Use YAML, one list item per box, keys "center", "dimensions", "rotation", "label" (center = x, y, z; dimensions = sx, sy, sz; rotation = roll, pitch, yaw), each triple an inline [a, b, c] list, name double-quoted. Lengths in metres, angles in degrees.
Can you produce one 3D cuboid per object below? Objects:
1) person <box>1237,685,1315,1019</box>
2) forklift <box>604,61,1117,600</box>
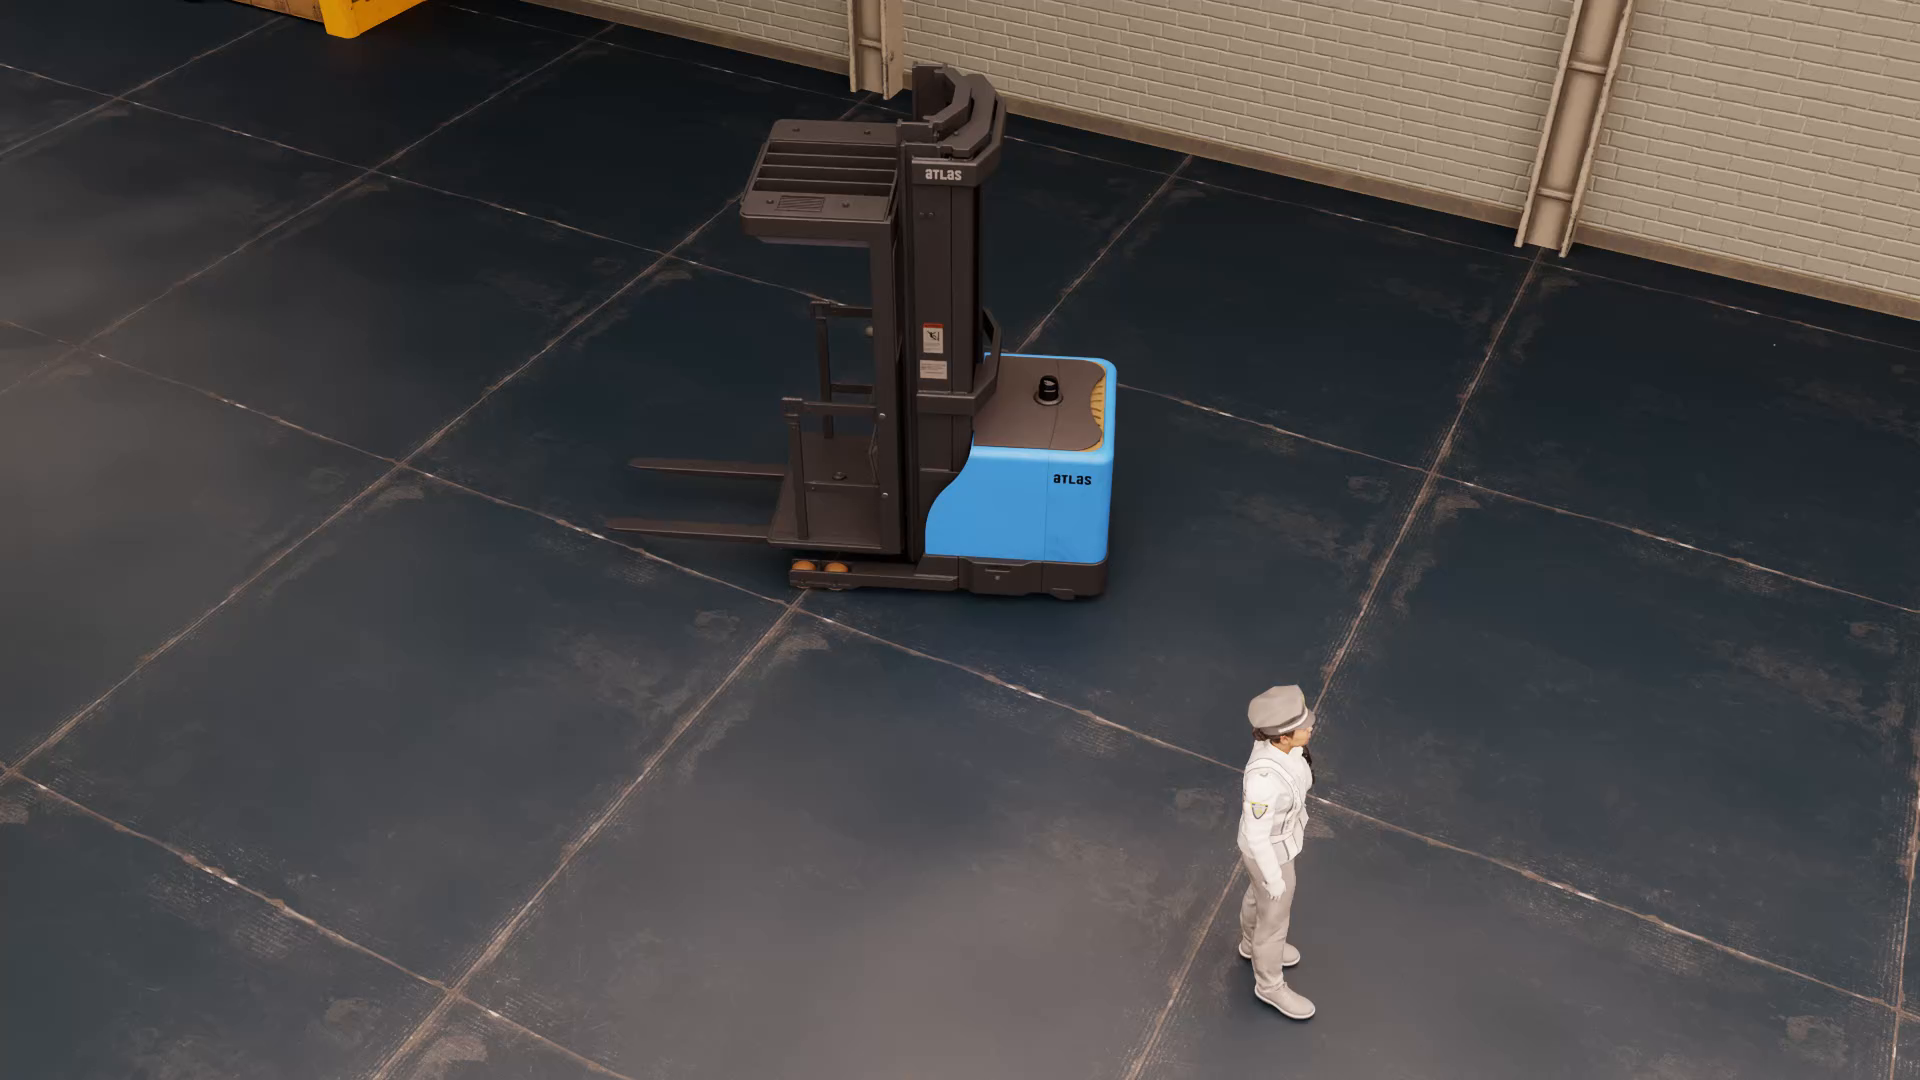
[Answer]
- center: [1.450, 1.338, 7.346]
  dimensions: [0.532, 1.696, 0.589]
  rotation: [12, 41, 13]
  label: "person"
- center: [-0.606, -1.157, 9.360]
  dimensions: [3.031, 2.935, 1.130]
  rotation: [3, 40, 4]
  label: "forklift"
